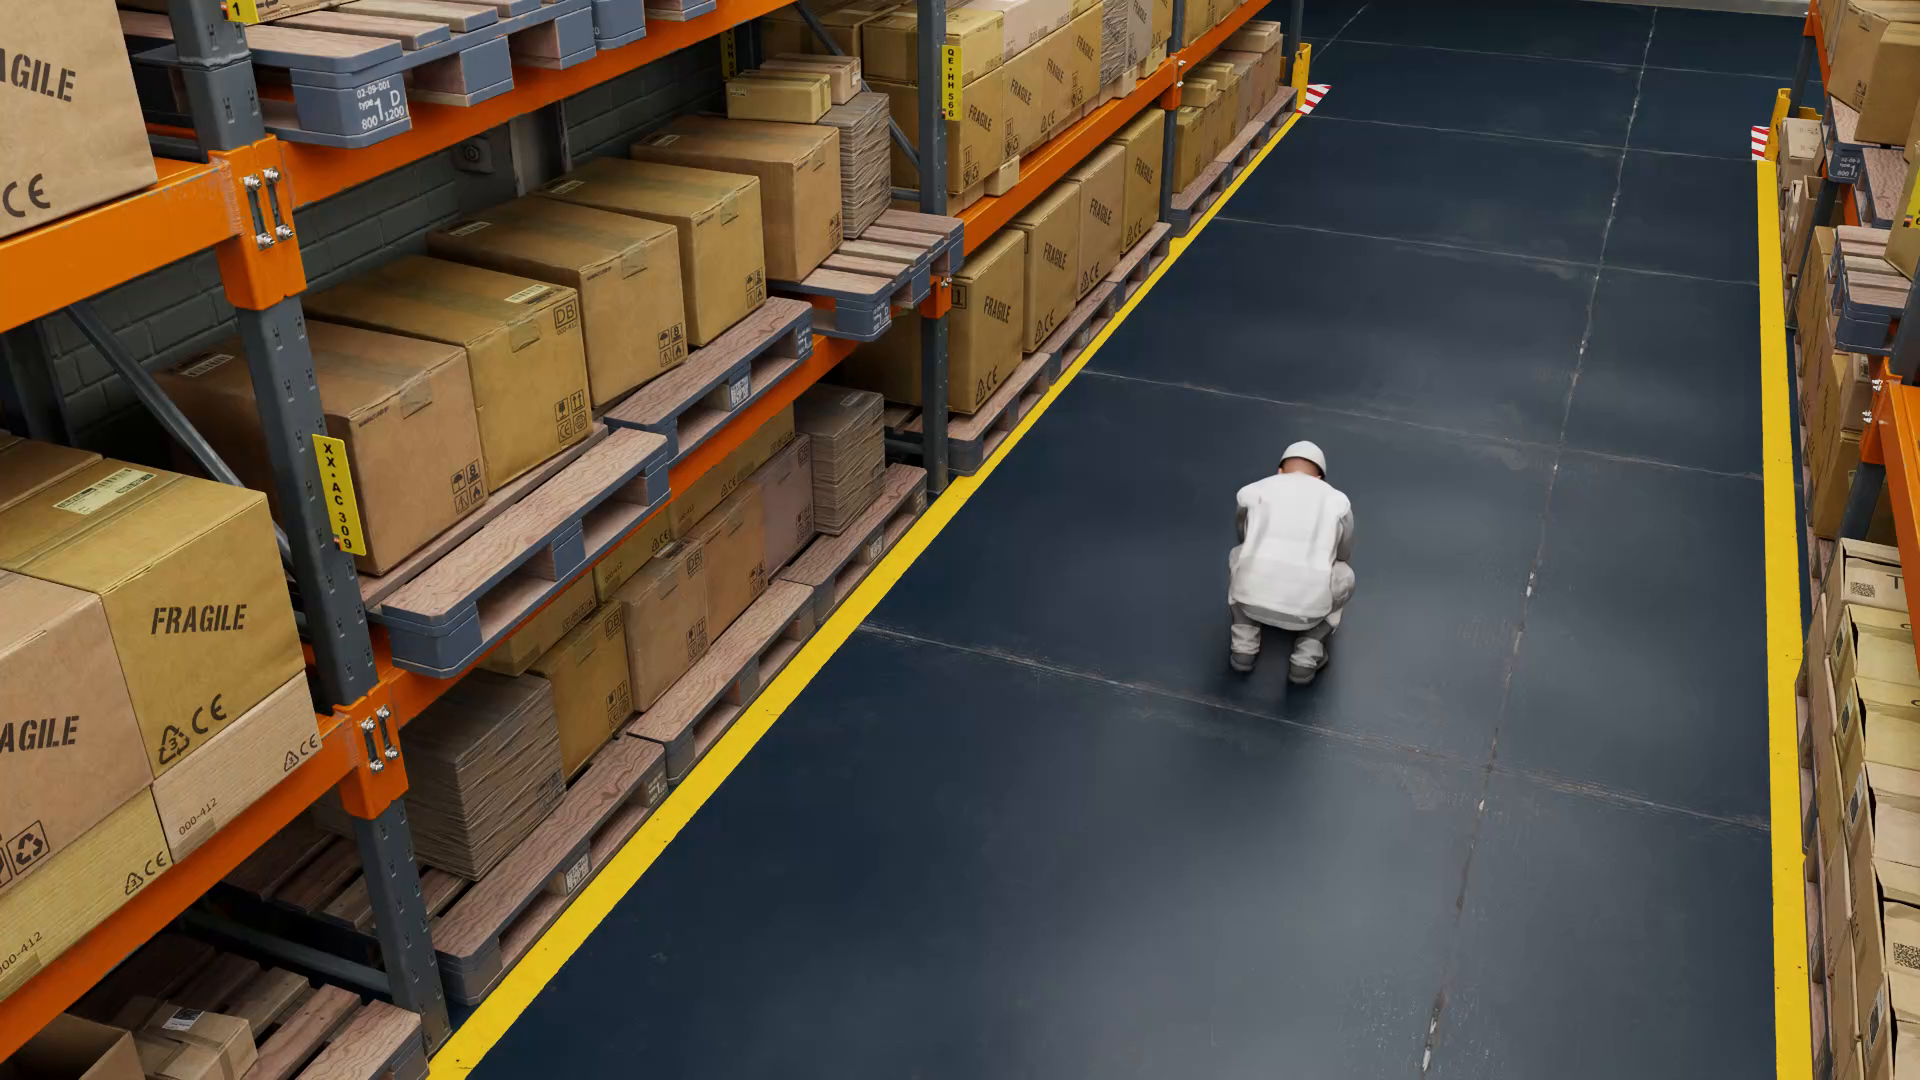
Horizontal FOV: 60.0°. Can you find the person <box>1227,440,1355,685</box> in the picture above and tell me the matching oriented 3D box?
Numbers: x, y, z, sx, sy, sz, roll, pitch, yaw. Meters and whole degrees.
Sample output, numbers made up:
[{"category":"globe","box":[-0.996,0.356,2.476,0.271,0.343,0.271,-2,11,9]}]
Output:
[{"category":"person","box":[1.385,0.137,6.986,0.547,0.877,0.923,11,31,19]}]
